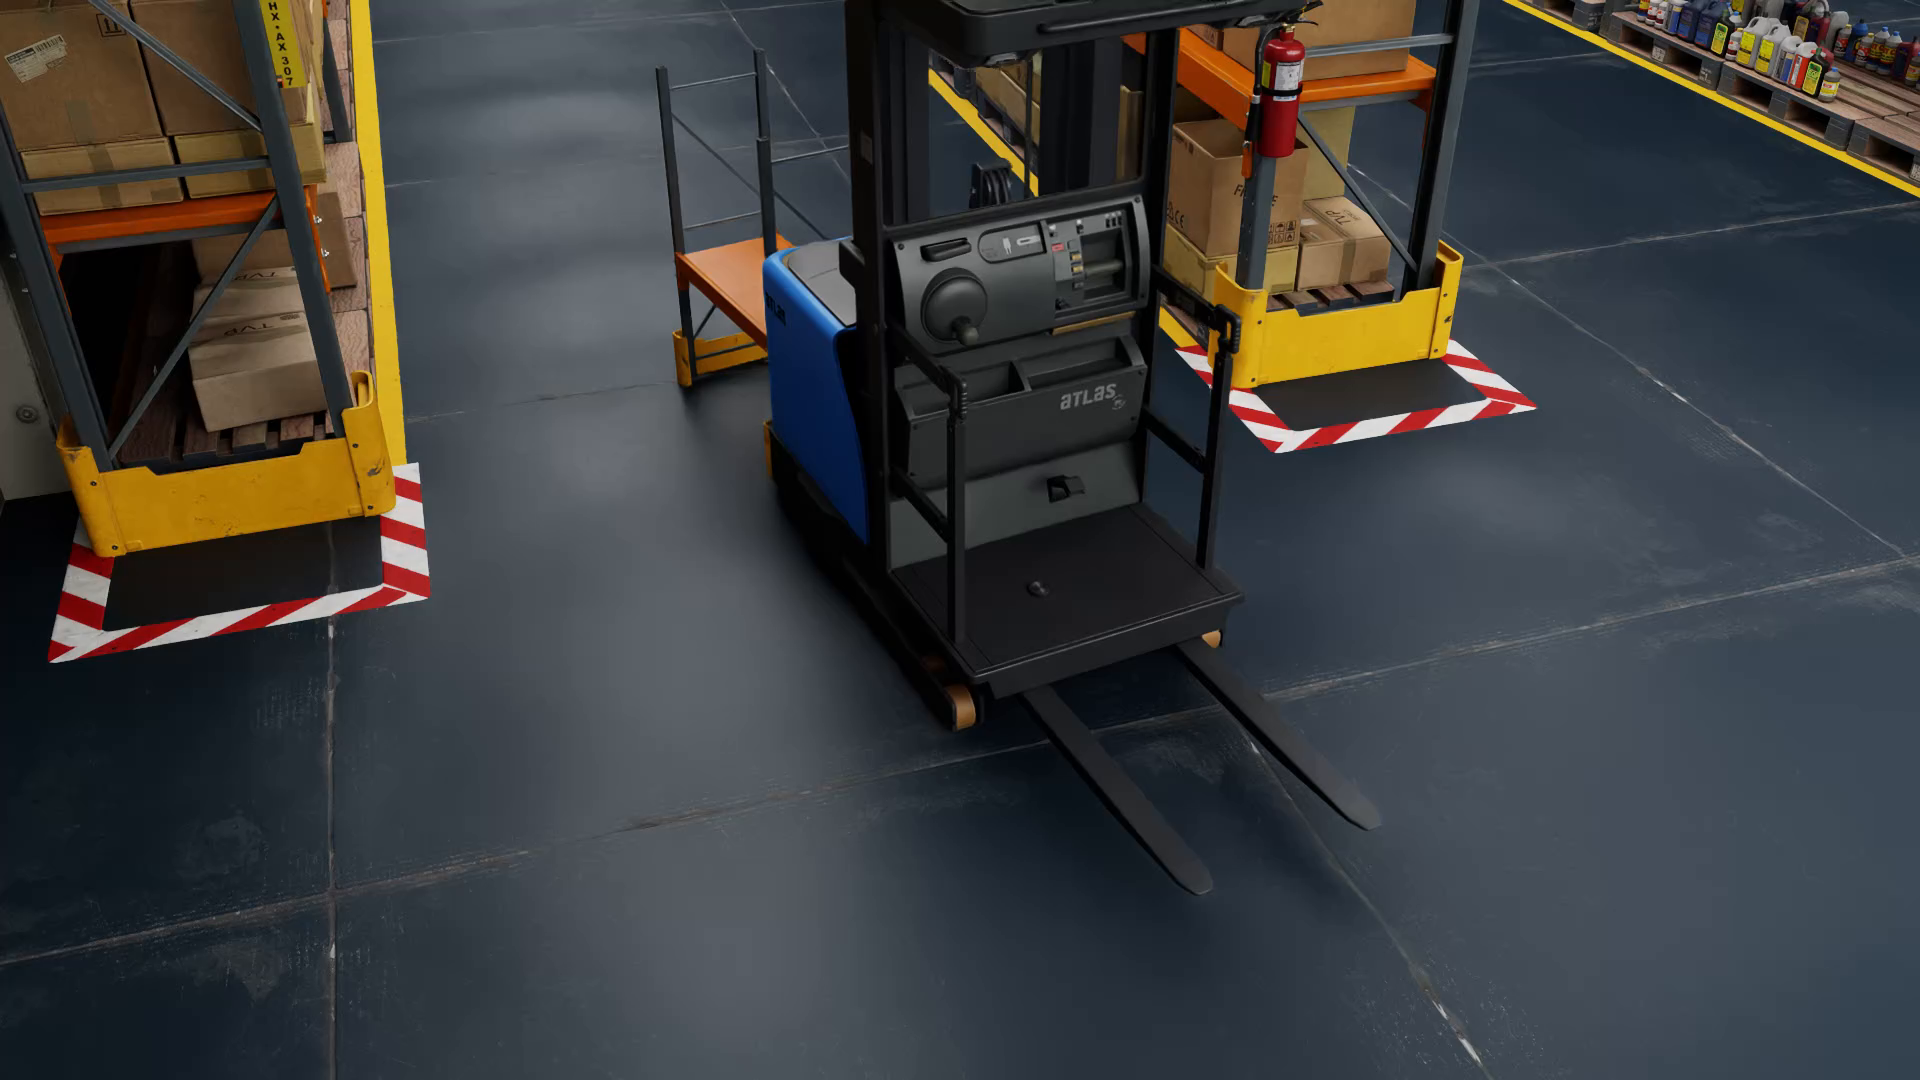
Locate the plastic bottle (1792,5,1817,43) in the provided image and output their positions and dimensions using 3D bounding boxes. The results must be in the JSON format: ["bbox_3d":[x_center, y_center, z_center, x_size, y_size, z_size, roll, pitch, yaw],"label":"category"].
[{"bbox_3d":[5.818,-3.547,11.461,0.061,0.283,0.133,-10,35,-15],"label":"plastic bottle"}]

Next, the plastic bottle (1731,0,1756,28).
[{"bbox_3d":[5.614,-3.852,11.862,0.144,0.351,0.185,-10,35,-15],"label":"plastic bottle"}]

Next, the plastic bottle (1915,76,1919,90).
[{"bbox_3d":[6.244,-3.037,10.700,0.097,0.271,0.097,0,33,0],"label":"plastic bottle"}]

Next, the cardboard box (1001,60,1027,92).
[{"bbox_3d":[0.565,-3.040,10.062,0.500,0.500,0.500,-10,35,-15],"label":"cardboard box"}]

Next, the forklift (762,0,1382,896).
[{"bbox_3d":[0.313,-0.842,5.366,1.130,2.935,3.031,-15,36,-22],"label":"forklift"}]

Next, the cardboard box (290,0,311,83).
[{"bbox_3d":[-2.935,-2.142,6.708,0.500,0.500,0.500,-10,35,-15],"label":"cardboard box"}]

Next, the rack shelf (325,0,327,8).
[{"bbox_3d":[-4.765,-4.171,10.994,1.077,0.370,4.000,-10,35,-15],"label":"rack shelf"}]

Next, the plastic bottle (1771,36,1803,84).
[{"bbox_3d":[5.430,-3.135,10.844,0.152,0.276,0.135,-11,35,-16],"label":"plastic bottle"}]

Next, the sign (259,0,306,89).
[{"bbox_3d":[-2.418,-1.774,5.928,0.100,0.325,0.005,-10,35,-15],"label":"sign"}]

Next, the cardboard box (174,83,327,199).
[{"bbox_3d":[-2.781,-1.576,6.533,0.500,0.250,0.500,-11,35,-16],"label":"cardboard box"}]

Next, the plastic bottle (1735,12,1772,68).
[{"bbox_3d":[5.318,-3.350,11.102,0.144,0.351,0.185,-10,35,-15],"label":"plastic bottle"}]

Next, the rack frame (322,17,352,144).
[{"bbox_3d":[-4.155,-3.421,9.206,1.000,3.000,0.127,-10,35,-15],"label":"rack frame"}]

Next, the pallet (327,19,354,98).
[{"bbox_3d":[-4.769,-3.308,11.565,1.003,0.211,1.213,-10,35,-15],"label":"pallet"}]

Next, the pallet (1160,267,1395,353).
[{"bbox_3d":[1.509,-1.387,8.658,1.003,0.211,1.213,-10,35,-15],"label":"pallet"}]

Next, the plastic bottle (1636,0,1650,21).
[{"bbox_3d":[4.960,-3.891,11.994,0.097,0.271,0.097,0,33,0],"label":"plastic bottle"}]

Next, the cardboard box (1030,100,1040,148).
[{"bbox_3d":[0.710,-2.463,9.870,0.500,0.250,0.500,-10,35,-15],"label":"cardboard box"}]

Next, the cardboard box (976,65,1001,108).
[{"bbox_3d":[0.414,-2.990,10.667,0.500,0.250,0.500,-10,35,-15],"label":"cardboard box"}]

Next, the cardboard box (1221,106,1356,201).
[{"bbox_3d":[1.676,-2.078,8.607,0.500,0.500,0.500,-10,35,-15],"label":"cardboard box"}]

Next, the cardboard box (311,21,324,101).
[{"bbox_3d":[-3.103,-2.115,7.348,0.500,0.250,0.500,-11,35,-15],"label":"cardboard box"}]

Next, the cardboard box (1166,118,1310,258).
[{"bbox_3d":[1.335,-1.728,8.078,0.500,0.500,0.500,-10,35,-15],"label":"cardboard box"}]

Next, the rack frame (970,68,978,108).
[{"bbox_3d":[0.562,-4.256,10.470,1.000,3.000,0.127,-10,35,-15],"label":"rack frame"}]

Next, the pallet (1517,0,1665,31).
[{"bbox_3d":[5.004,-4.330,13.111,1.003,0.211,1.213,-10,35,-15],"label":"pallet"}]

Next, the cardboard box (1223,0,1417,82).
[{"bbox_3d":[1.652,-2.445,7.639,0.700,0.500,0.500,-10,35,-15],"label":"cardboard box"}]

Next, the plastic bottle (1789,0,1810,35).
[{"bbox_3d":[5.899,-3.668,11.646,0.061,0.283,0.133,-8,34,-12],"label":"plastic bottle"}]

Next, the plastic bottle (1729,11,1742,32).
[{"bbox_3d":[5.269,-3.469,11.354,0.097,0.271,0.097,0,33,0],"label":"plastic bottle"}]

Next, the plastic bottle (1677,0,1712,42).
[{"bbox_3d":[5.131,-3.672,11.590,0.144,0.351,0.185,-9,35,-13],"label":"plastic bottle"}]

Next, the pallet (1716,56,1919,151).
[{"bbox_3d":[5.821,-2.922,10.981,1.003,0.211,1.213,-10,35,-15],"label":"pallet"}]

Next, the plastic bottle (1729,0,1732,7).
[{"bbox_3d":[5.688,-3.965,12.169,0.097,0.201,0.097,0,33,0],"label":"plastic bottle"}]

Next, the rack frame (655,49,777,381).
[{"bbox_3d":[-1.076,-1.452,7.588,0.500,1.500,0.032,-18,38,-25],"label":"rack frame"}]

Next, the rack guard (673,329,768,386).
[{"bbox_3d":[-1.075,-0.930,7.931,0.587,0.250,0.087,-18,38,-25],"label":"rack guard"}]

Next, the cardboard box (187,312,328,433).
[{"bbox_3d":[-3.060,-0.761,7.221,0.500,0.311,0.500,-14,36,-20],"label":"cardboard box"}]

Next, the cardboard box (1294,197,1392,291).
[{"bbox_3d":[1.830,-1.503,8.417,0.500,0.250,0.500,-10,35,-15],"label":"cardboard box"}]

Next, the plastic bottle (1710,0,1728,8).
[{"bbox_3d":[5.269,-3.696,11.626,0.144,0.351,0.185,-10,35,-15],"label":"plastic bottle"}]

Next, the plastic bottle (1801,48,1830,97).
[{"bbox_3d":[5.470,-2.986,10.613,0.061,0.283,0.133,-9,35,-14],"label":"plastic bottle"}]

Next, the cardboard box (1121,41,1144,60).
[{"bbox_3d":[0.865,-2.514,9.266,0.500,0.500,0.500,-10,35,-15],"label":"cardboard box"}]

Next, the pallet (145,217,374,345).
[{"bbox_3d":[-3.540,-1.269,8.480,1.003,0.211,1.213,-10,35,-15],"label":"pallet"}]

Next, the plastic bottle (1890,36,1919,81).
[{"bbox_3d":[6.192,-3.164,10.881,0.061,0.283,0.133,-9,35,-14],"label":"plastic bottle"}]

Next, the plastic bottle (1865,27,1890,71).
[{"bbox_3d":[6.109,-3.269,11.052,0.097,0.271,0.097,0,33,0],"label":"plastic bottle"}]

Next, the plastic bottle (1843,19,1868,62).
[{"bbox_3d":[6.047,-3.375,11.213,0.097,0.271,0.097,0,33,0],"label":"plastic bottle"}]

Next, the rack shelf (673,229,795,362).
[{"bbox_3d":[-0.816,-1.061,7.322,0.538,0.185,1.000,-18,38,-25],"label":"rack shelf"}]

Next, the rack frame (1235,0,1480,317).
[{"bbox_3d":[1.782,-2.156,7.292,1.000,3.000,0.127,-10,35,-15],"label":"rack frame"}]

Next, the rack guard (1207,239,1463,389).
[{"bbox_3d":[1.789,-1.101,7.962,1.175,0.500,0.348,-10,35,-15],"label":"rack guard"}]

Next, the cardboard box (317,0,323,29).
[{"bbox_3d":[-3.409,-2.645,8.149,0.500,0.250,0.500,-10,35,-15],"label":"cardboard box"}]

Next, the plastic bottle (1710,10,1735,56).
[{"bbox_3d":[5.200,-3.451,11.317,0.061,0.283,0.133,-9,34,-13],"label":"plastic bottle"}]

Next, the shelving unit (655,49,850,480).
[{"bbox_3d":[-0.820,-1.216,7.229,0.587,1.500,1.083,-18,38,-25],"label":"shelving unit"}]

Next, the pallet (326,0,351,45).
[{"bbox_3d":[-5.138,-3.947,12.532,1.003,0.211,1.213,-10,35,-15],"label":"pallet"}]

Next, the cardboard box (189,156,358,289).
[{"bbox_3d":[-3.410,-1.533,8.217,0.700,0.500,0.500,-12,35,-18],"label":"cardboard box"}]

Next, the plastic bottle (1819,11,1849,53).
[{"bbox_3d":[5.954,-3.488,11.380,0.152,0.276,0.135,-9,35,-14],"label":"plastic bottle"}]

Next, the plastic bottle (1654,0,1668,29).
[{"bbox_3d":[5.022,-3.755,11.852,0.097,0.201,0.097,0,33,0],"label":"plastic bottle"}]

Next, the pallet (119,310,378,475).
[{"bbox_3d":[-3.172,-0.630,7.512,1.003,0.211,1.213,-10,35,-15],"label":"pallet"}]

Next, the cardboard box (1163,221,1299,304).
[{"bbox_3d":[1.337,-1.416,8.285,0.500,0.250,0.500,-10,35,-15],"label":"cardboard box"}]
